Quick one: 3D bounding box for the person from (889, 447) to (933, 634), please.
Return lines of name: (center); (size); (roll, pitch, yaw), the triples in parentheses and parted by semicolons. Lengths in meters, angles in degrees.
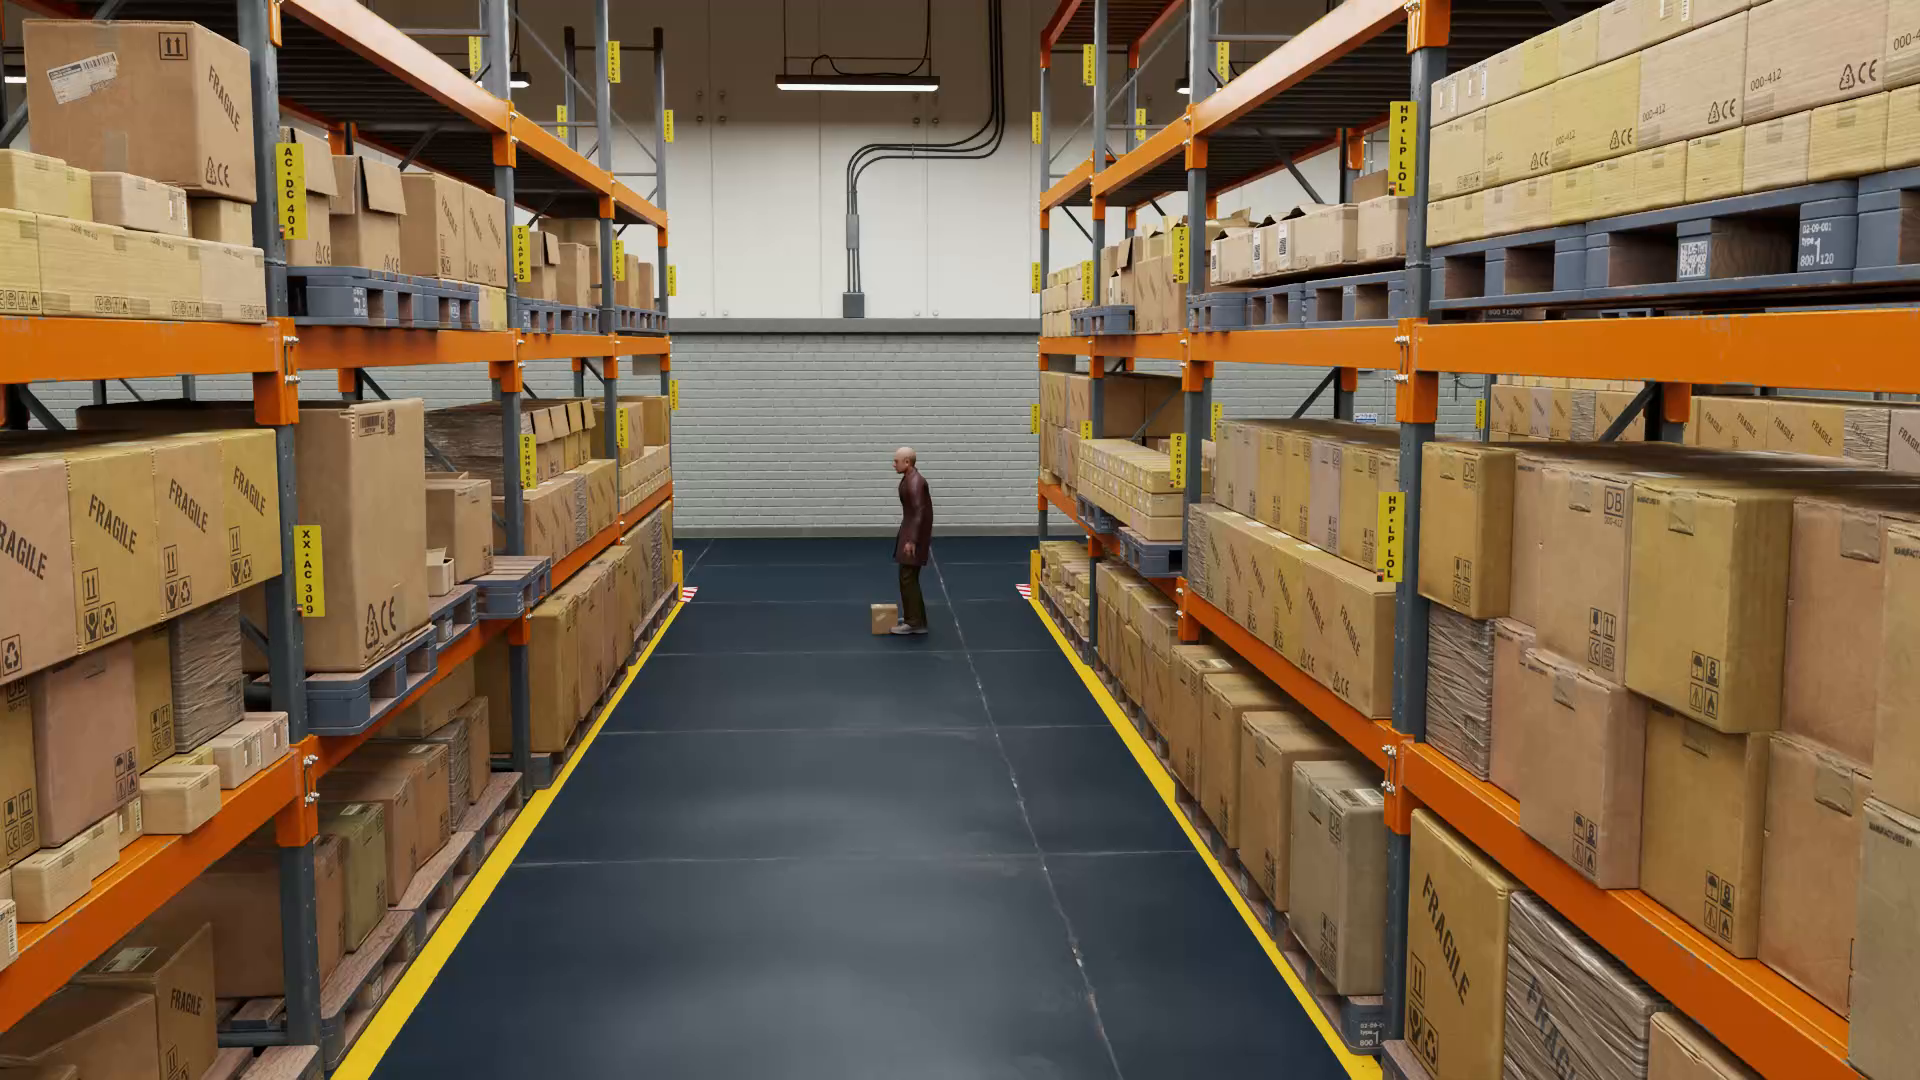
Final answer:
person: (-0.473, -0.001, 15.818); (0.429, 1.772, 0.649); (-1, 7, -7)
